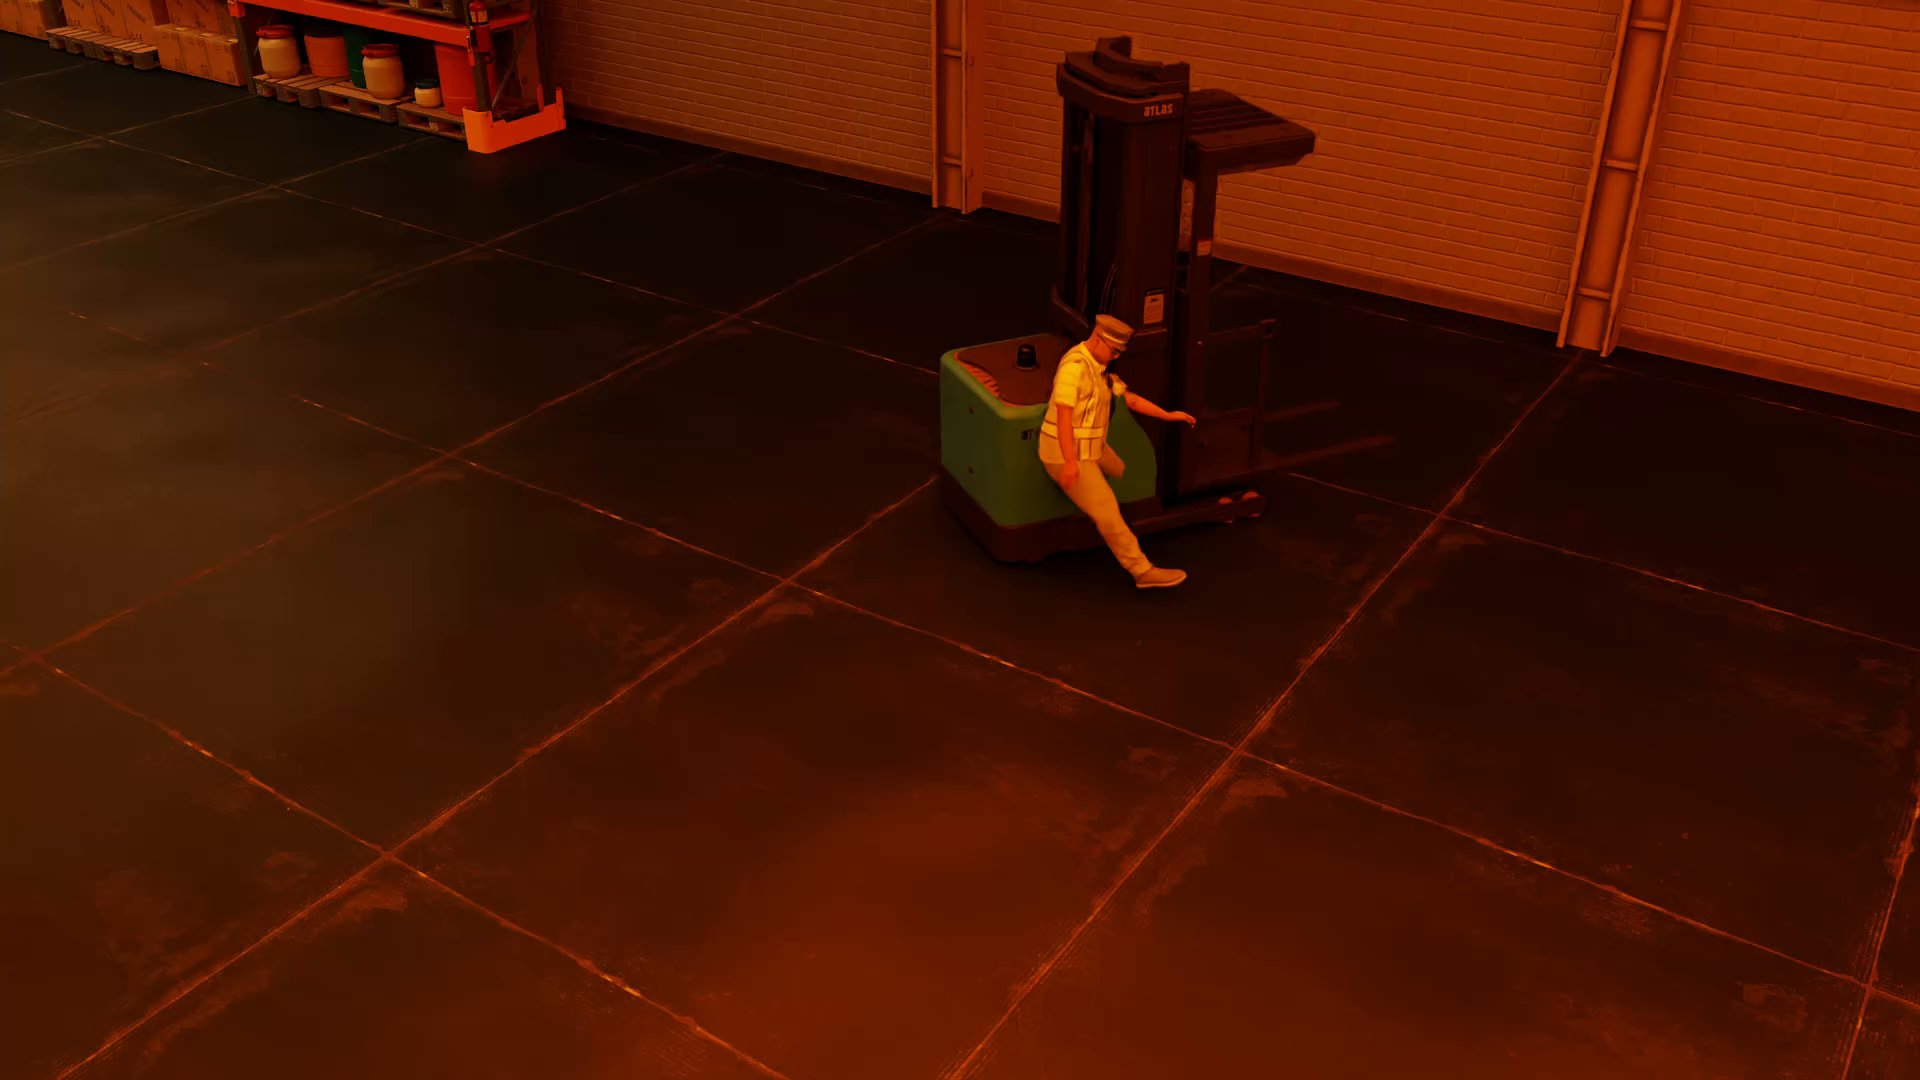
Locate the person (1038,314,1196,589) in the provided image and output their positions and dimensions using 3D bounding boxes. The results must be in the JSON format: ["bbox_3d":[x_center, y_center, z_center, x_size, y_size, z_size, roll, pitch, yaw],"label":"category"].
[{"bbox_3d":[0.979,-0.586,9.888,1.046,1.530,0.989,12,32,19],"label":"person"}]

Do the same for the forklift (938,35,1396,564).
[{"bbox_3d":[1.425,-1.600,10.336,3.031,2.935,1.130,-12,32,-20],"label":"forklift"}]
